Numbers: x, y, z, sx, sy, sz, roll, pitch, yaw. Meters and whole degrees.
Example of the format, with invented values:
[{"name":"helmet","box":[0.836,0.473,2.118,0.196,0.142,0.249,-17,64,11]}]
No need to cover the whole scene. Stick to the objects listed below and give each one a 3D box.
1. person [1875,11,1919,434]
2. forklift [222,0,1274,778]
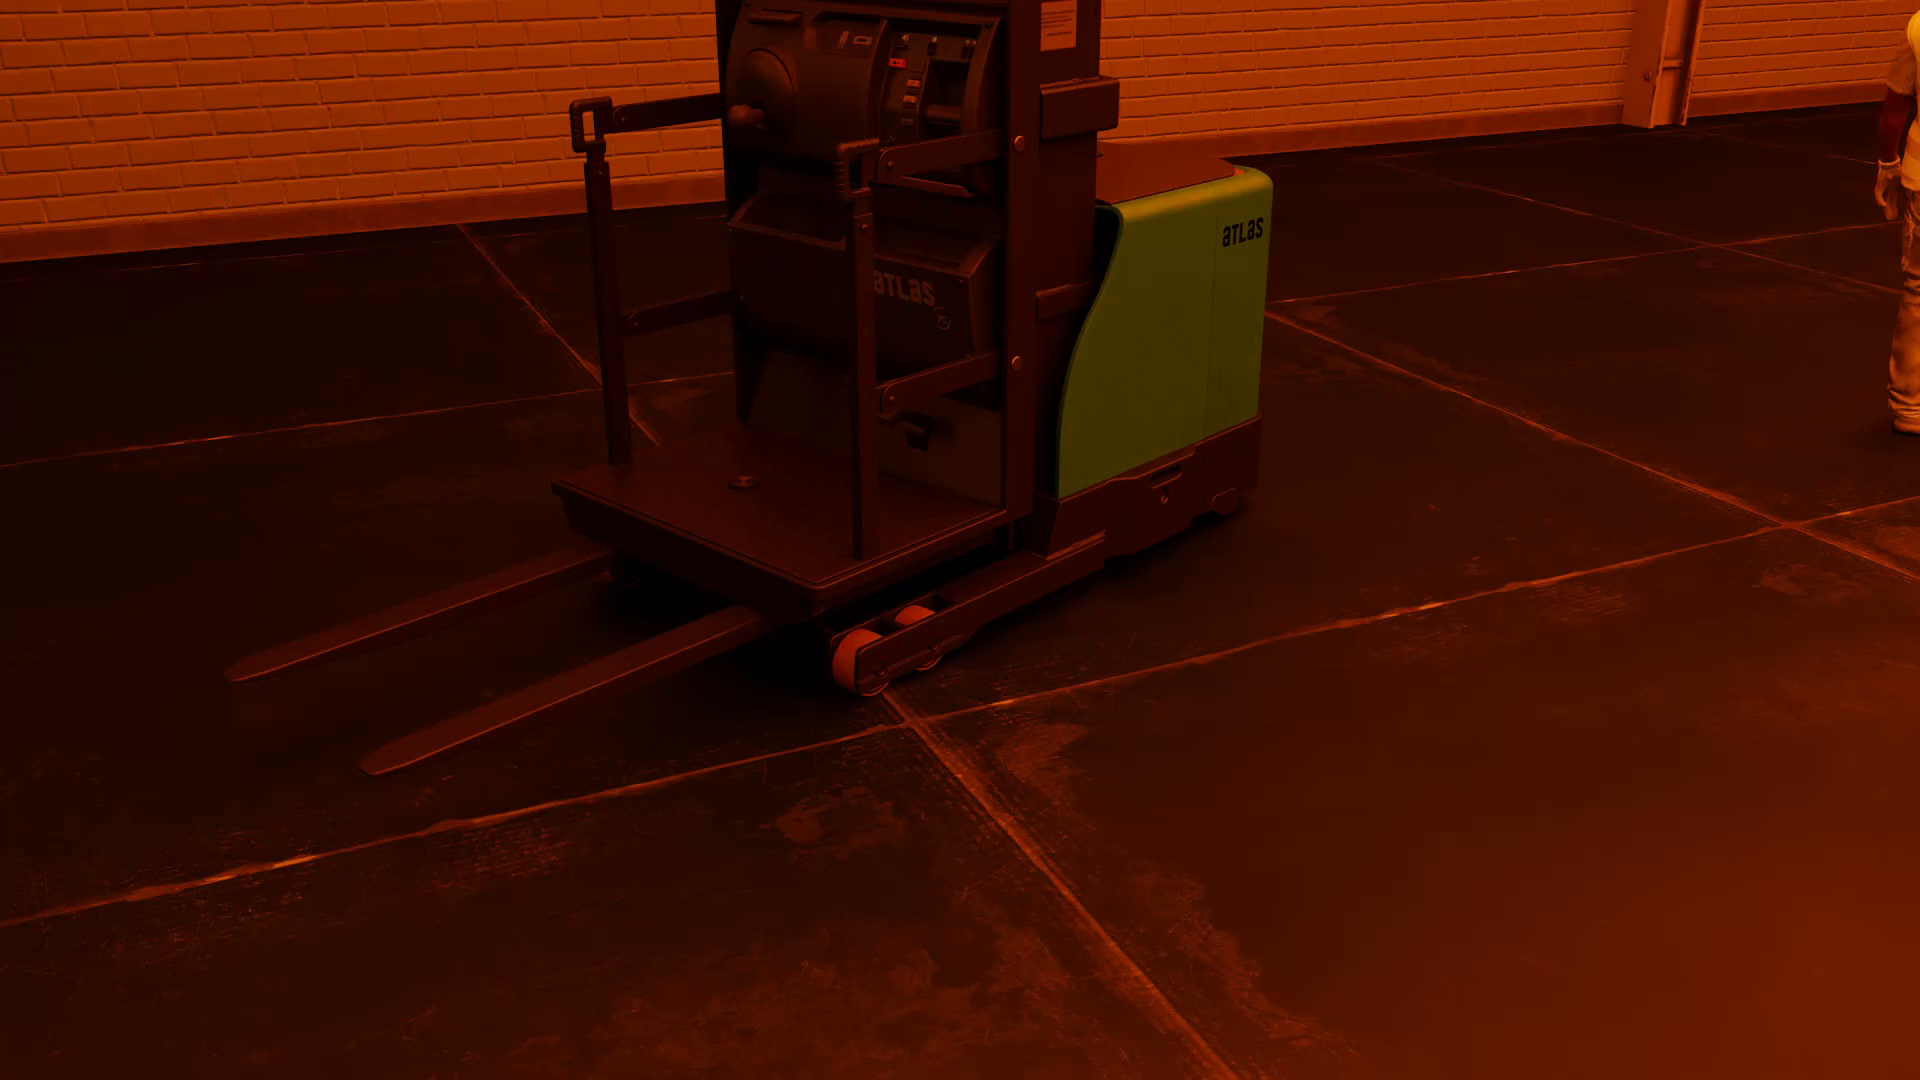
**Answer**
[{"name":"person","box":[3.529,-1.236,5.747,0.576,1.779,0.656,-17,28,-35]},{"name":"forklift","box":[-0.413,-1.182,4.131,1.130,2.935,3.031,19,29,39]}]
